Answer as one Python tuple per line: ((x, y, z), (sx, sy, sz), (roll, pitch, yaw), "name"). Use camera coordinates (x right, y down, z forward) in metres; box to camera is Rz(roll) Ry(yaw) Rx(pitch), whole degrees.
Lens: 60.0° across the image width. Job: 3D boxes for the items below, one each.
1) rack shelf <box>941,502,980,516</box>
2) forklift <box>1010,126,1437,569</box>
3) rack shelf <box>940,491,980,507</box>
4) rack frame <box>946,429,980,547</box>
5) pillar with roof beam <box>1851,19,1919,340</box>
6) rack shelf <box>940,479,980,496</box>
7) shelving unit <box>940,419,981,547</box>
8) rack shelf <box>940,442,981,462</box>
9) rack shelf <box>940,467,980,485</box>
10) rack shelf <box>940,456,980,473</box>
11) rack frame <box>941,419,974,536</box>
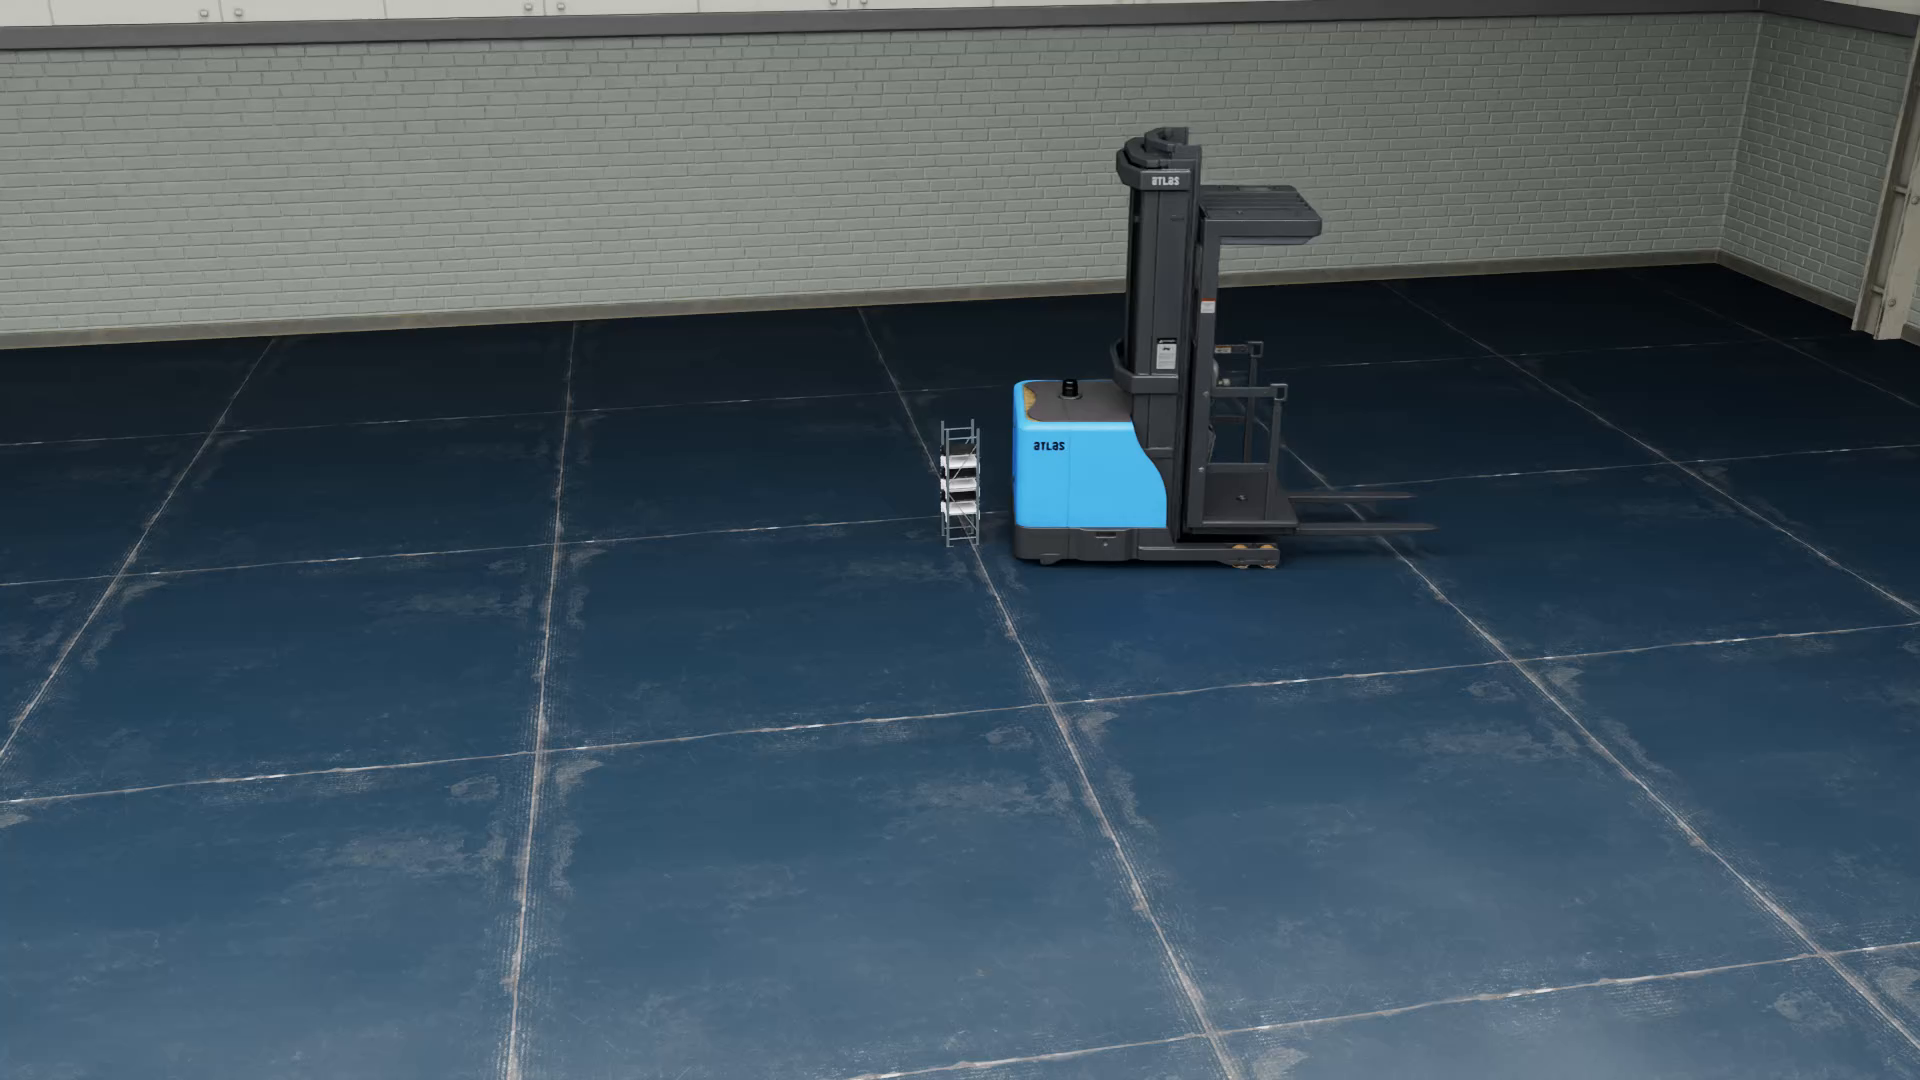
((0.001, -0.214, 12.148), (0.258, 0.077, 0.200), (-4, 24, -10), "rack shelf")
((1.897, -1.352, 11.684), (3.031, 2.935, 1.130), (0, 24, 0), "forklift")
((0.001, -0.296, 12.112), (0.258, 0.077, 0.200), (-4, 24, -10), "rack shelf")
((0.020, -0.369, 11.971), (0.240, 0.900, 0.006), (-4, 24, -10), "rack frame")
((5.206, -5.932, 14.588), (9.100, 9.000, 0.400), (-4, 24, -10), "pillar with roof beam")
((0.001, -0.379, 12.076), (0.258, 0.077, 0.200), (-4, 24, -10), "rack shelf")
((0.001, -0.409, 12.063), (0.258, 0.900, 0.210), (-4, 24, -10), "shelving unit")
((0.001, -0.626, 11.968), (0.258, 0.077, 0.200), (-4, 24, -10), "rack shelf")
((0.001, -0.461, 12.040), (0.258, 0.077, 0.200), (-4, 24, -10), "rack shelf")
((0.001, -0.544, 12.004), (0.258, 0.077, 0.200), (-4, 24, -10), "rack shelf")
((-0.017, -0.449, 12.154), (0.240, 0.900, 0.006), (-4, 24, -10), "rack frame")
